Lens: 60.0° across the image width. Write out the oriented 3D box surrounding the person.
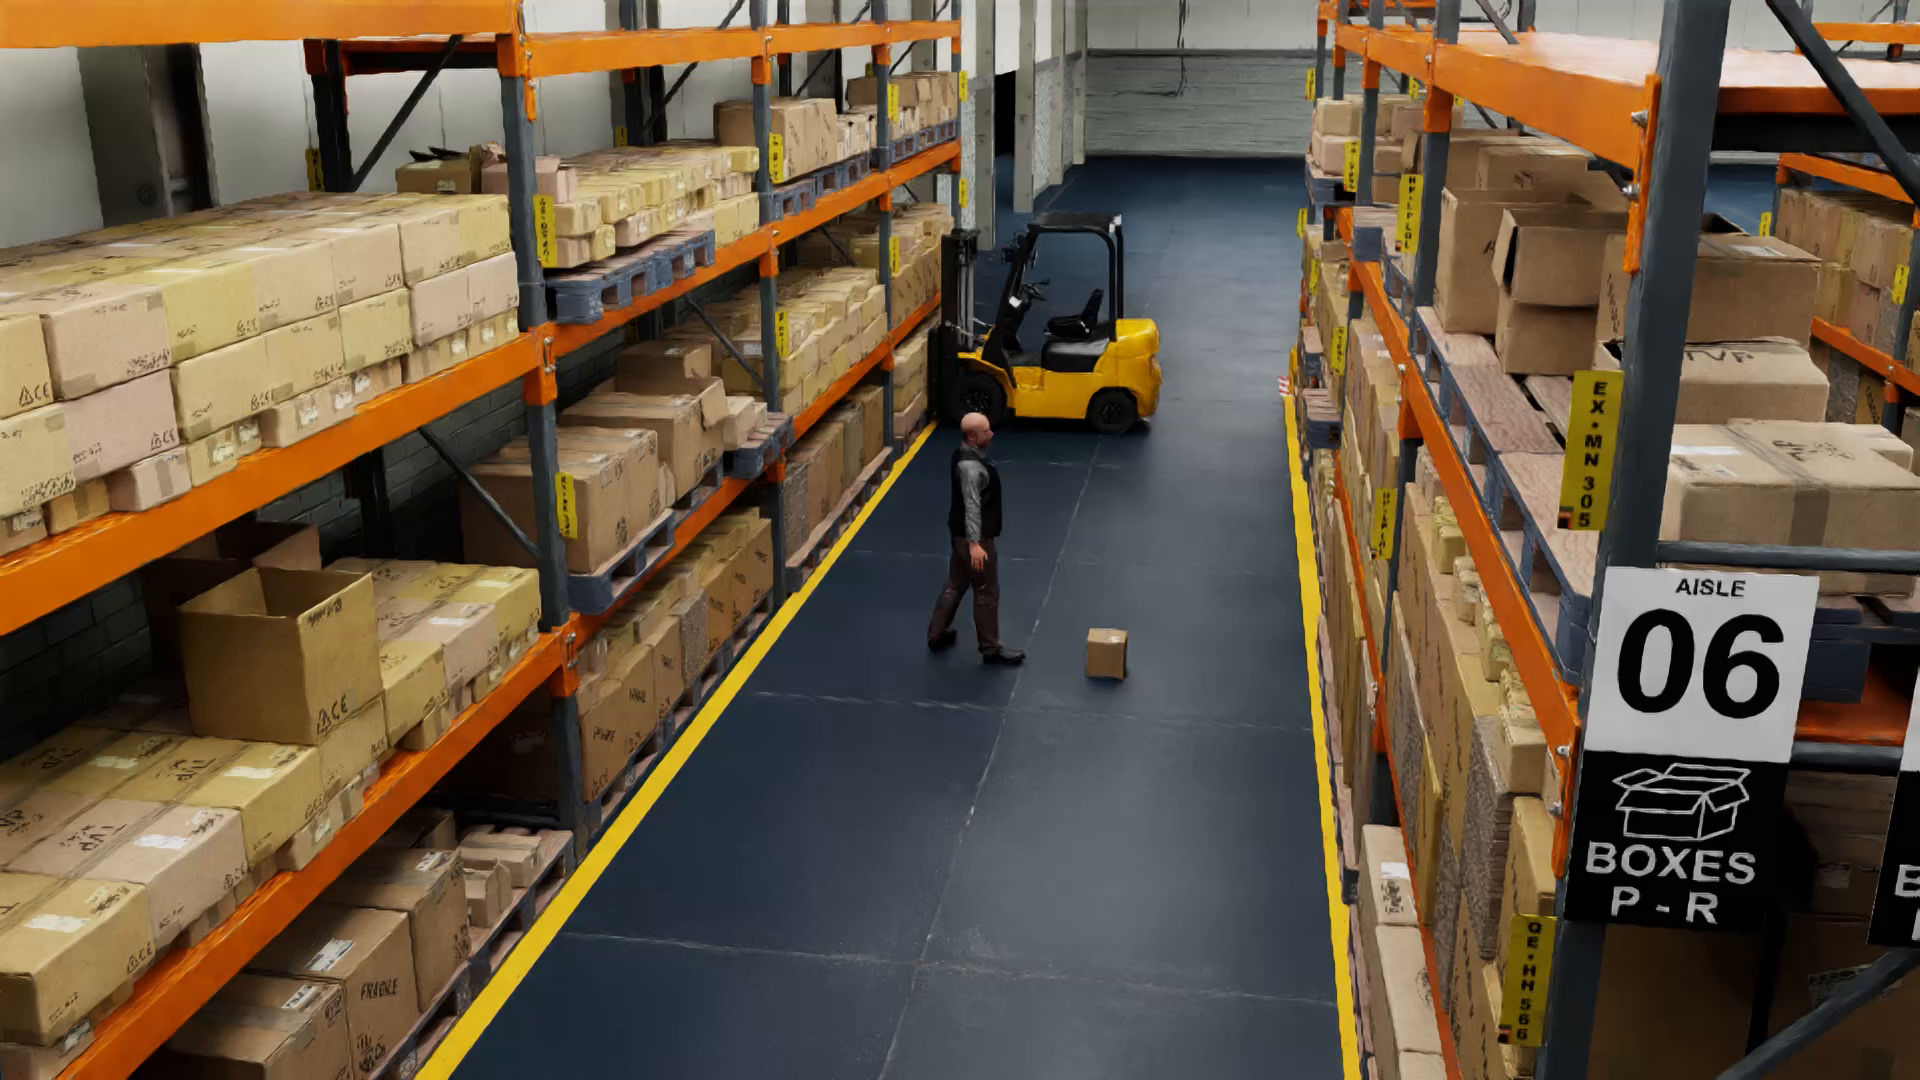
[{"bbox_3d":[0.111,-0.015,11.137,0.641,1.723,0.745,-2,18,-6],"label":"person"}]
